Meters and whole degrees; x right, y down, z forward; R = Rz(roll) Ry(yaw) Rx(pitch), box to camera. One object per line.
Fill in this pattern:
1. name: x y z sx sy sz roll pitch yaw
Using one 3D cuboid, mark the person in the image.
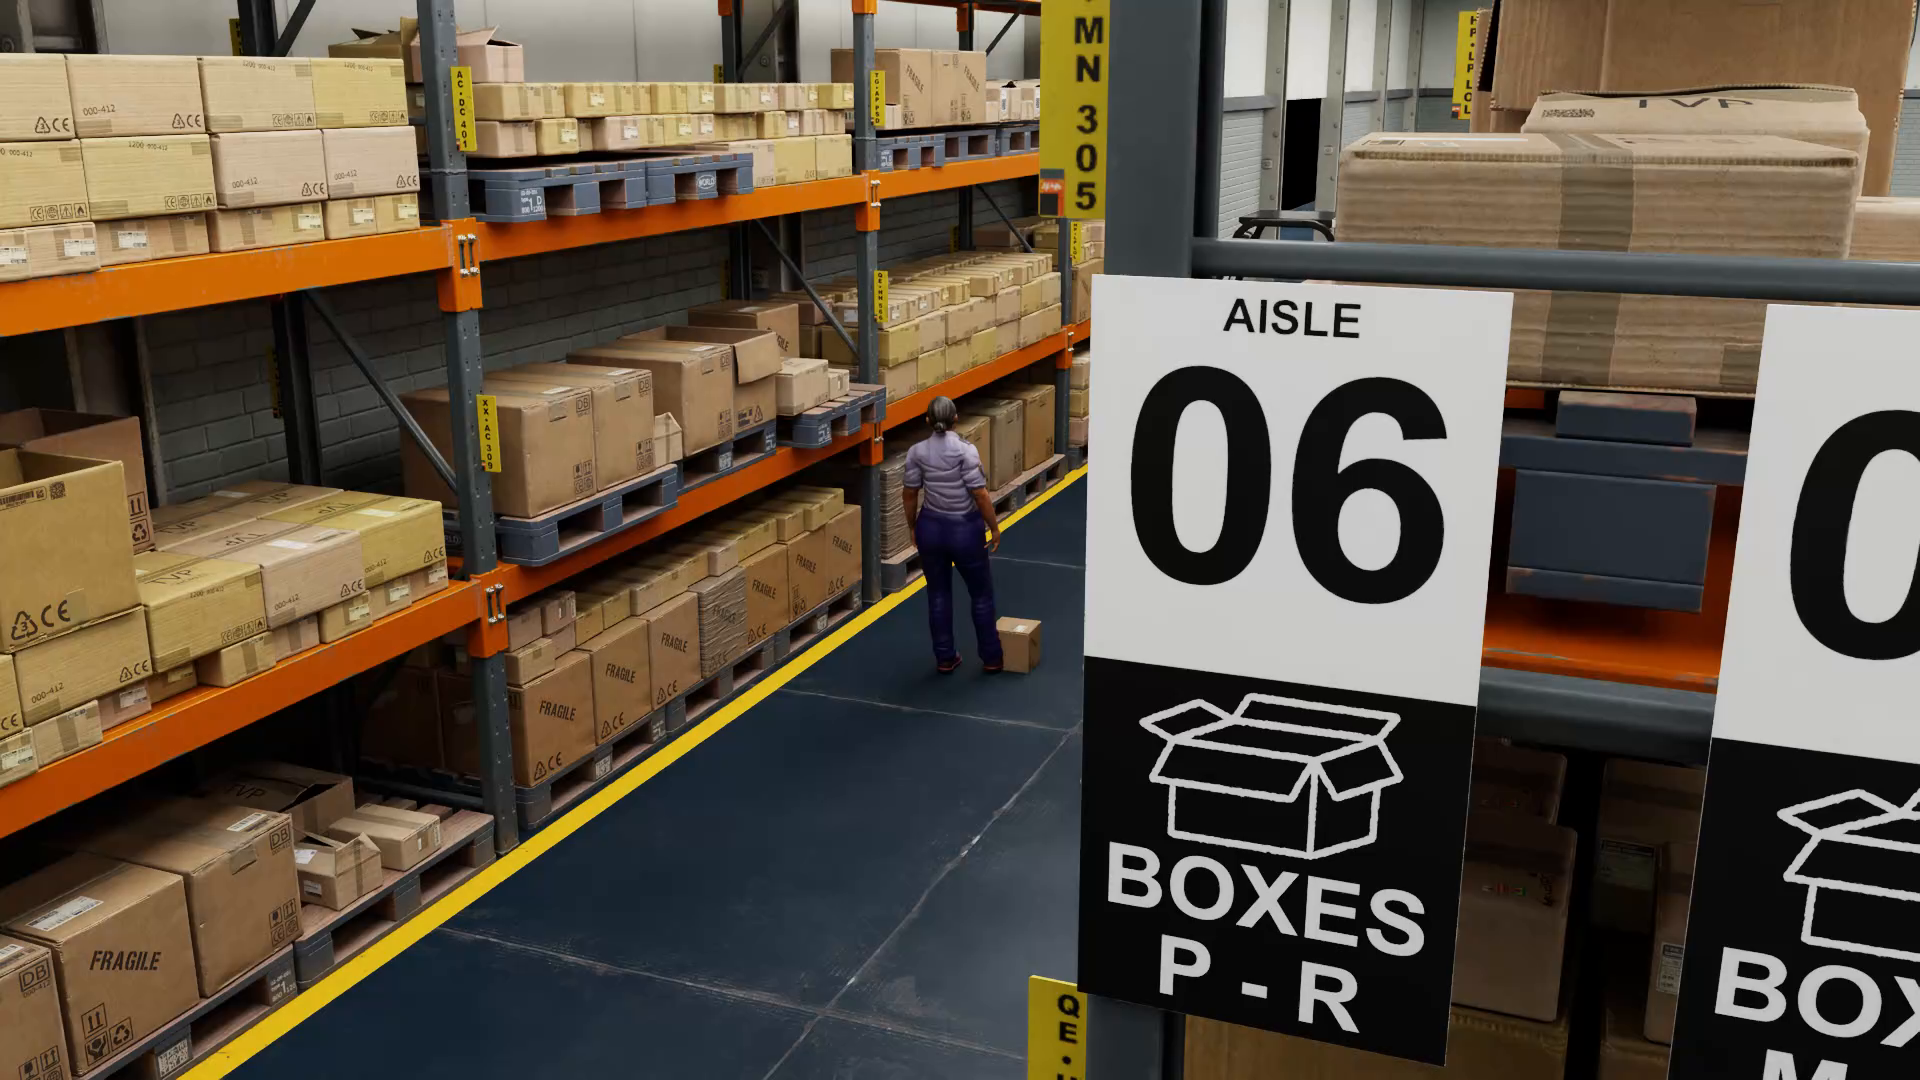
1. person: -0.003 -0.042 9.661 0.598 1.651 0.503 6 17 21
